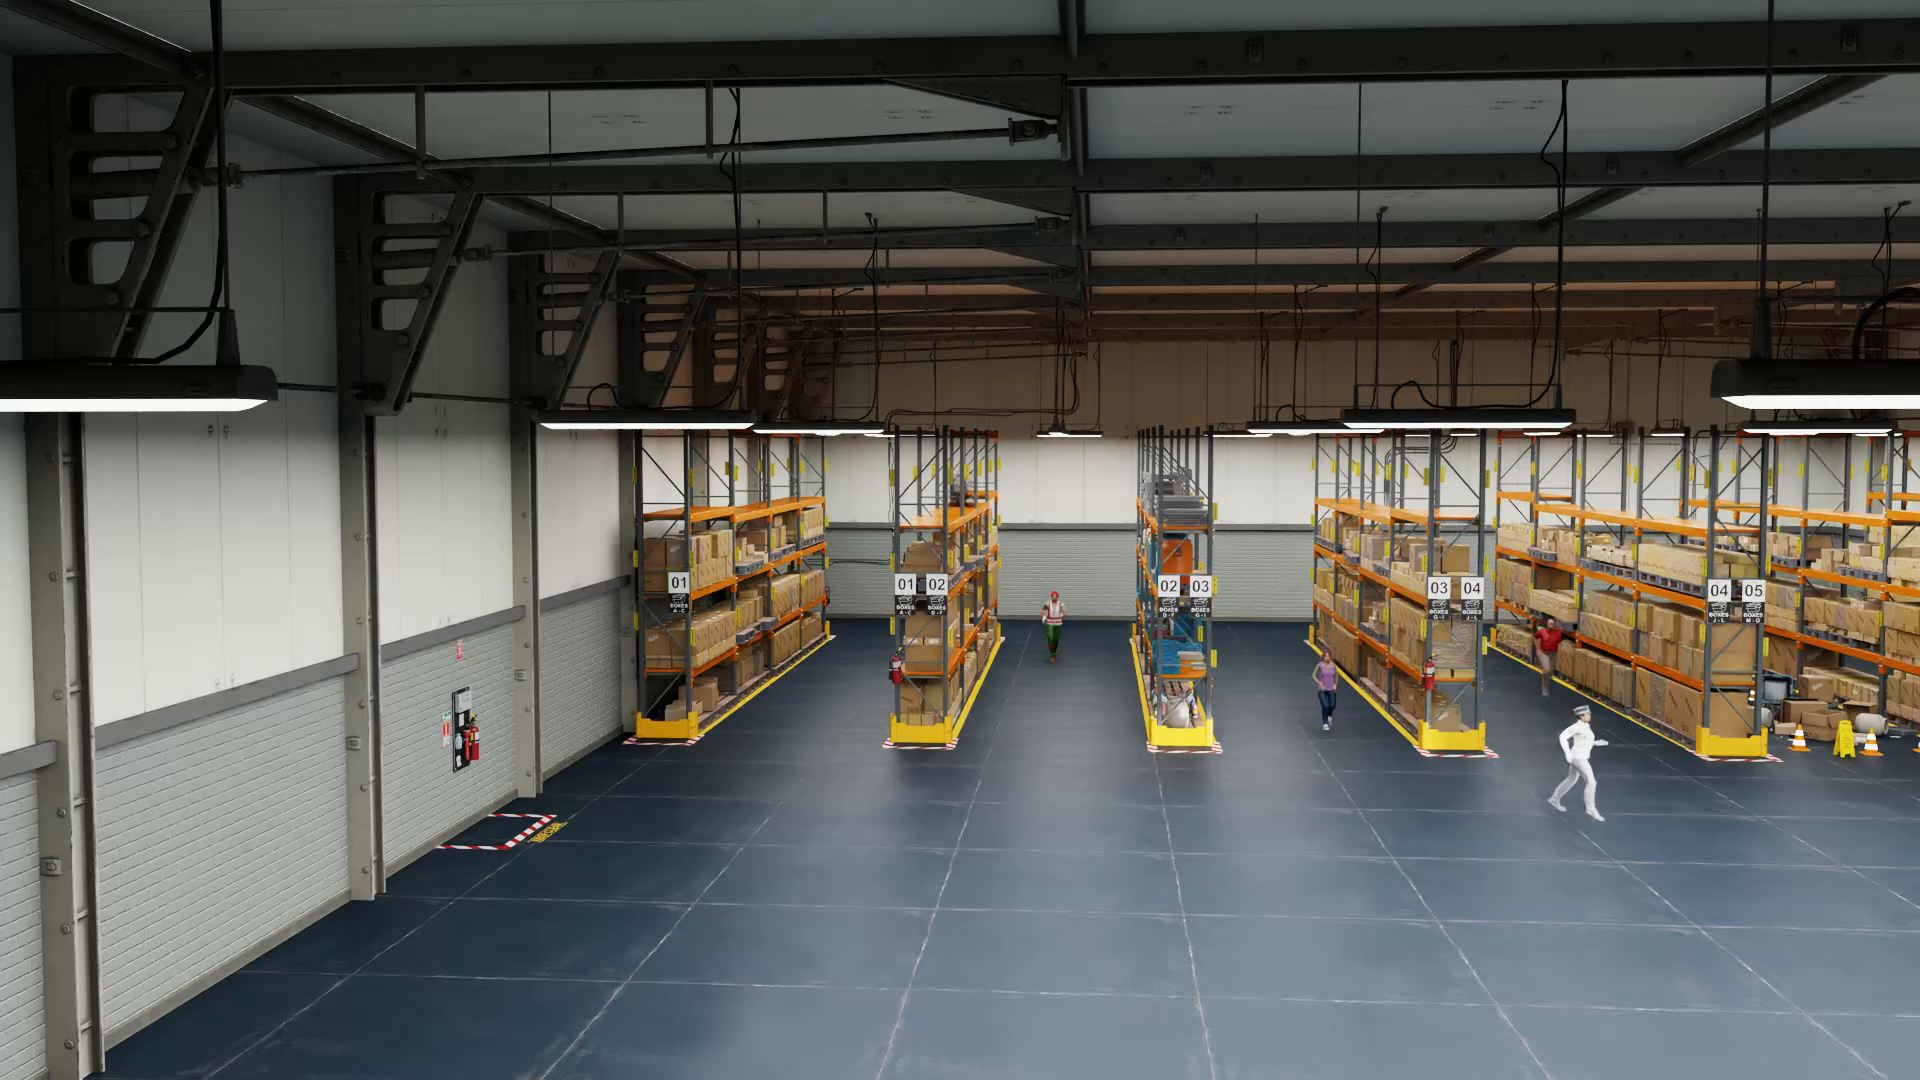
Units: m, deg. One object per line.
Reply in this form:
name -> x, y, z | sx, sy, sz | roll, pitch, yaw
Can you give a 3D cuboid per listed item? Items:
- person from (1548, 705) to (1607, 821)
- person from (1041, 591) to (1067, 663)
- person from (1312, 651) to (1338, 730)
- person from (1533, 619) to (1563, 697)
person -> 9.374, 3.352, 25.212 | 0.833, 1.738, 0.580 | 2, 4, 29
person -> 2.447, 2.223, 43.135 | 0.646, 1.824, 0.933 | 0, 3, -4
person -> 7.229, 2.965, 32.850 | 0.543, 1.559, 0.522 | 0, 3, 0
person -> 13.217, 2.645, 37.319 | 0.570, 1.775, 0.863 | 0, 3, -4
